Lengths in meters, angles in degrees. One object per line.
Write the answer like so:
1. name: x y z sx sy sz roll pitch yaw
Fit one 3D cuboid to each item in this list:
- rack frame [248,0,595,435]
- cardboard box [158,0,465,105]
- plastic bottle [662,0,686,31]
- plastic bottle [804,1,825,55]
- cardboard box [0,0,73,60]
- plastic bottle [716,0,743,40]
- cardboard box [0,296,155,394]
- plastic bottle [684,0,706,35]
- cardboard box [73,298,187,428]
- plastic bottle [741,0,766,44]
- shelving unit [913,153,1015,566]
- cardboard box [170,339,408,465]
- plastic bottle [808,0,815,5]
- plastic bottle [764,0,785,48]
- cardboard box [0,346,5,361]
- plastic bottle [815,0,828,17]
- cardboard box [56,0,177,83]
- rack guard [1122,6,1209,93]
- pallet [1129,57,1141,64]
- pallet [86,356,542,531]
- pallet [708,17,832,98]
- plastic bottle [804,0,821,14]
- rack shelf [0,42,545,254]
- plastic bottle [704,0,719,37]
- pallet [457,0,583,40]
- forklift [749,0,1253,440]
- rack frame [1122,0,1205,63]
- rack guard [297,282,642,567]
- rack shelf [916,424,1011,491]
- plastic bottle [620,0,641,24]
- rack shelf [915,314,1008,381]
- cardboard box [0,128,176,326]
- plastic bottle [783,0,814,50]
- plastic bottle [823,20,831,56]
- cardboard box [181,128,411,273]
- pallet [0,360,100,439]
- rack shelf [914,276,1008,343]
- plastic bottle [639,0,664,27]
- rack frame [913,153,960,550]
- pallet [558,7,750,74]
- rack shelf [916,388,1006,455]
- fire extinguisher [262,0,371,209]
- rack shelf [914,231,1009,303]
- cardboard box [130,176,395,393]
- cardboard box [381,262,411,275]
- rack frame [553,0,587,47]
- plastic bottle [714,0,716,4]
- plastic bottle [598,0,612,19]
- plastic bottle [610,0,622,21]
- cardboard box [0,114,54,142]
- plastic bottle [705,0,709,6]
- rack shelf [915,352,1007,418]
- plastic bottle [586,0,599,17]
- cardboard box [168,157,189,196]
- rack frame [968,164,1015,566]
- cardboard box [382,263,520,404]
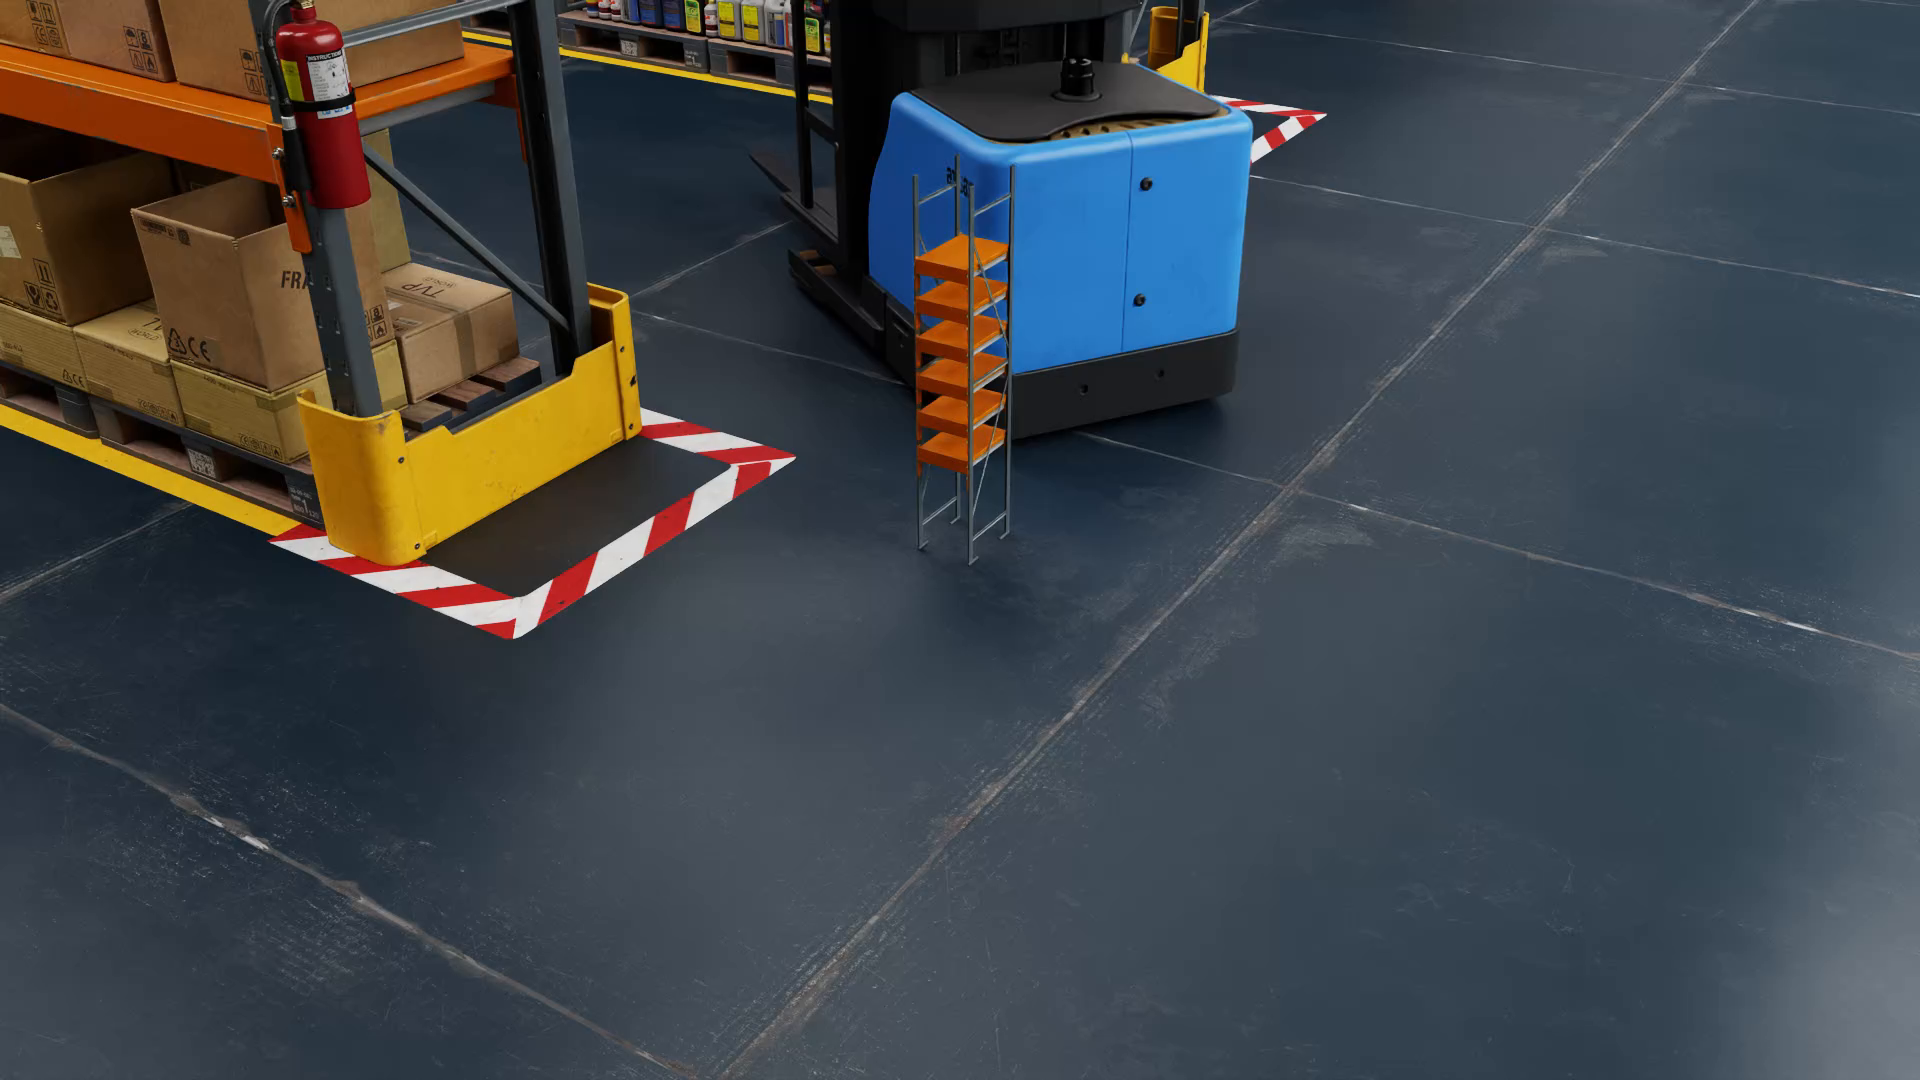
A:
1. rack frame: -1.585 -1.503 4.850 0.127 3.000 1.000 18 35 27
2. cardboard box: -1.974 -1.677 5.048 0.500 0.500 0.700 18 35 27
3. plastic bottle: -1.713 -3.290 10.104 0.185 0.351 0.144 16 34 25
4. plastic bottle: -0.846 -2.961 9.609 0.133 0.283 0.061 18 35 29
5. cardboard box: -2.838 -1.951 5.518 0.500 0.500 0.700 18 35 28
6. plastic bottle: -1.353 -3.176 9.909 0.185 0.351 0.144 17 34 27
7. cardboard box: -3.051 -0.776 5.916 0.500 0.250 0.500 18 35 27
8. plastic bottle: -1.596 -3.199 10.015 0.133 0.283 0.061 19 35 29
9. cardboard box: -2.626 -0.643 5.688 0.500 0.250 0.500 18 35 27
10. plastic bottle: -1.196 -3.126 9.824 0.185 0.351 0.144 19 35 29
11. shelving unit: 0.012 -0.514 4.941 0.189 1.200 0.258 18 35 27
12. cardboard box: -2.196 -0.514 5.467 0.500 0.250 0.500 18 35 27
13. plastic bottle: -0.951 -3.417 10.470 0.097 0.201 0.097 0 30 0
14. plastic bottle: -1.053 -3.051 9.770 0.135 0.276 0.152 17 34 26
15. cardboard box: -3.473 -0.911 6.147 0.500 0.250 0.500 18 35 27
16. plastic bottle: -0.865 -3.419 10.406 0.097 0.271 0.097 0 30 0
17. cardboard box: -2.421 -1.816 5.286 0.500 0.500 0.700 19 35 29
18. rack guard: 0.962 -2.537 9.102 0.348 0.500 1.175 18 35 27
19. pallet: 0.277 -2.632 9.552 1.213 0.211 1.003 18 35 27
20. pallet: -2.255 -0.486 5.873 1.213 0.211 1.003 18 35 27
21. pallet: -0.752 -2.959 10.113 1.213 0.211 1.003 18 35 27
22. plastic bottle: -0.880 -3.063 9.782 0.133 0.283 0.061 18 35 27
23. rack shelf: -3.279 -1.728 5.950 4.000 0.370 1.077 18 35 27
24. plastic bottle: -1.486 -3.139 9.995 0.097 0.201 0.097 0 30 0
25. pallet: -3.022 -3.677 11.344 1.213 0.211 1.003 18 35 27
26. forklift: -0.075 -2.328 6.331 1.130 2.935 3.031 -13 33 -21
27. rack frame: 1.052 -3.616 8.472 0.127 3.000 1.000 18 35 27
28. rack guard: -1.565 -0.417 5.469 0.348 0.500 1.175 18 35 27
29. rack shelf: 0.012 -0.269 5.084 0.180 0.103 0.258 18 35 27
30. plastic bottle: -2.011 -3.354 10.289 0.135 0.276 0.152 19 35 29
31. rack shelf: 0.012 -0.580 4.903 0.180 0.103 0.258 18 35 27
32. cardboard box: -3.052 -1.099 5.725 0.500 0.500 0.500 18 35 27
33. plastic bottle: -0.936 -3.014 9.706 0.135 0.276 0.152 18 35 28
34. plastic bottle: -0.737 -2.903 9.589 0.097 0.201 0.097 0 30 0
35. cardboard box: -2.345 -1.193 5.885 0.500 0.500 0.500 18 35 27
36. pallet: -3.284 -0.813 6.434 1.213 0.211 1.003 18 35 27
37. rack shelf: 0.012 -0.683 4.842 0.180 0.103 0.258 18 35 27
38. plastic bottle: -1.873 -3.340 10.191 0.185 0.351 0.144 19 35 29
39. rack frame: -0.065 -0.539 4.983 0.006 1.200 0.240 18 35 27
40. pallet: -1.790 -3.286 10.673 1.213 0.211 1.003 18 35 27
41. rack shelf: 0.012 -0.372 5.024 0.180 0.103 0.258 18 35 27
42. fire extinguisher: -1.732 -1.240 4.475 0.183 0.674 0.296 18 35 27
43. rack shelf: 0.012 -0.787 4.782 0.180 0.103 0.258 18 35 27
44. cardboard box: -2.197 -0.837 5.277 0.500 0.500 0.500 18 35 27
45. cardboard box: -2.346 -0.868 6.073 0.500 0.250 0.500 18 35 27
46. rack frame: -2.336 -4.688 10.309 0.127 3.000 1.000 18 35 27
47. plastic bottle: -1.533 -3.531 10.591 0.135 0.276 0.152 18 35 27
48. plastic bottle: -2.213 -3.370 10.389 0.097 0.201 0.097 0 30 0
49. plastic bottle: -2.127 -3.342 10.343 0.097 0.201 0.097 0 30 0
50. cardboard box: -3.475 -1.234 5.956 0.500 0.500 0.500 18 35 27
51. plastic bottle: -1.569 -3.232 10.084 0.097 0.271 0.097 0 30 0
52. rack shelf: 0.012 -0.476 4.963 0.180 0.103 0.258 18 35 27
53. plastic bottle: -2.299 -3.427 10.418 0.097 0.271 0.097 0 30 0
54. cardboard box: -2.776 -1.321 6.105 0.500 0.500 0.500 18 35 27
55. rack frame: 0.090 -0.490 4.899 0.006 1.200 0.240 18 35 27
56. cardboard box: -1.921 -0.736 5.846 0.500 0.250 0.500 18 35 27
